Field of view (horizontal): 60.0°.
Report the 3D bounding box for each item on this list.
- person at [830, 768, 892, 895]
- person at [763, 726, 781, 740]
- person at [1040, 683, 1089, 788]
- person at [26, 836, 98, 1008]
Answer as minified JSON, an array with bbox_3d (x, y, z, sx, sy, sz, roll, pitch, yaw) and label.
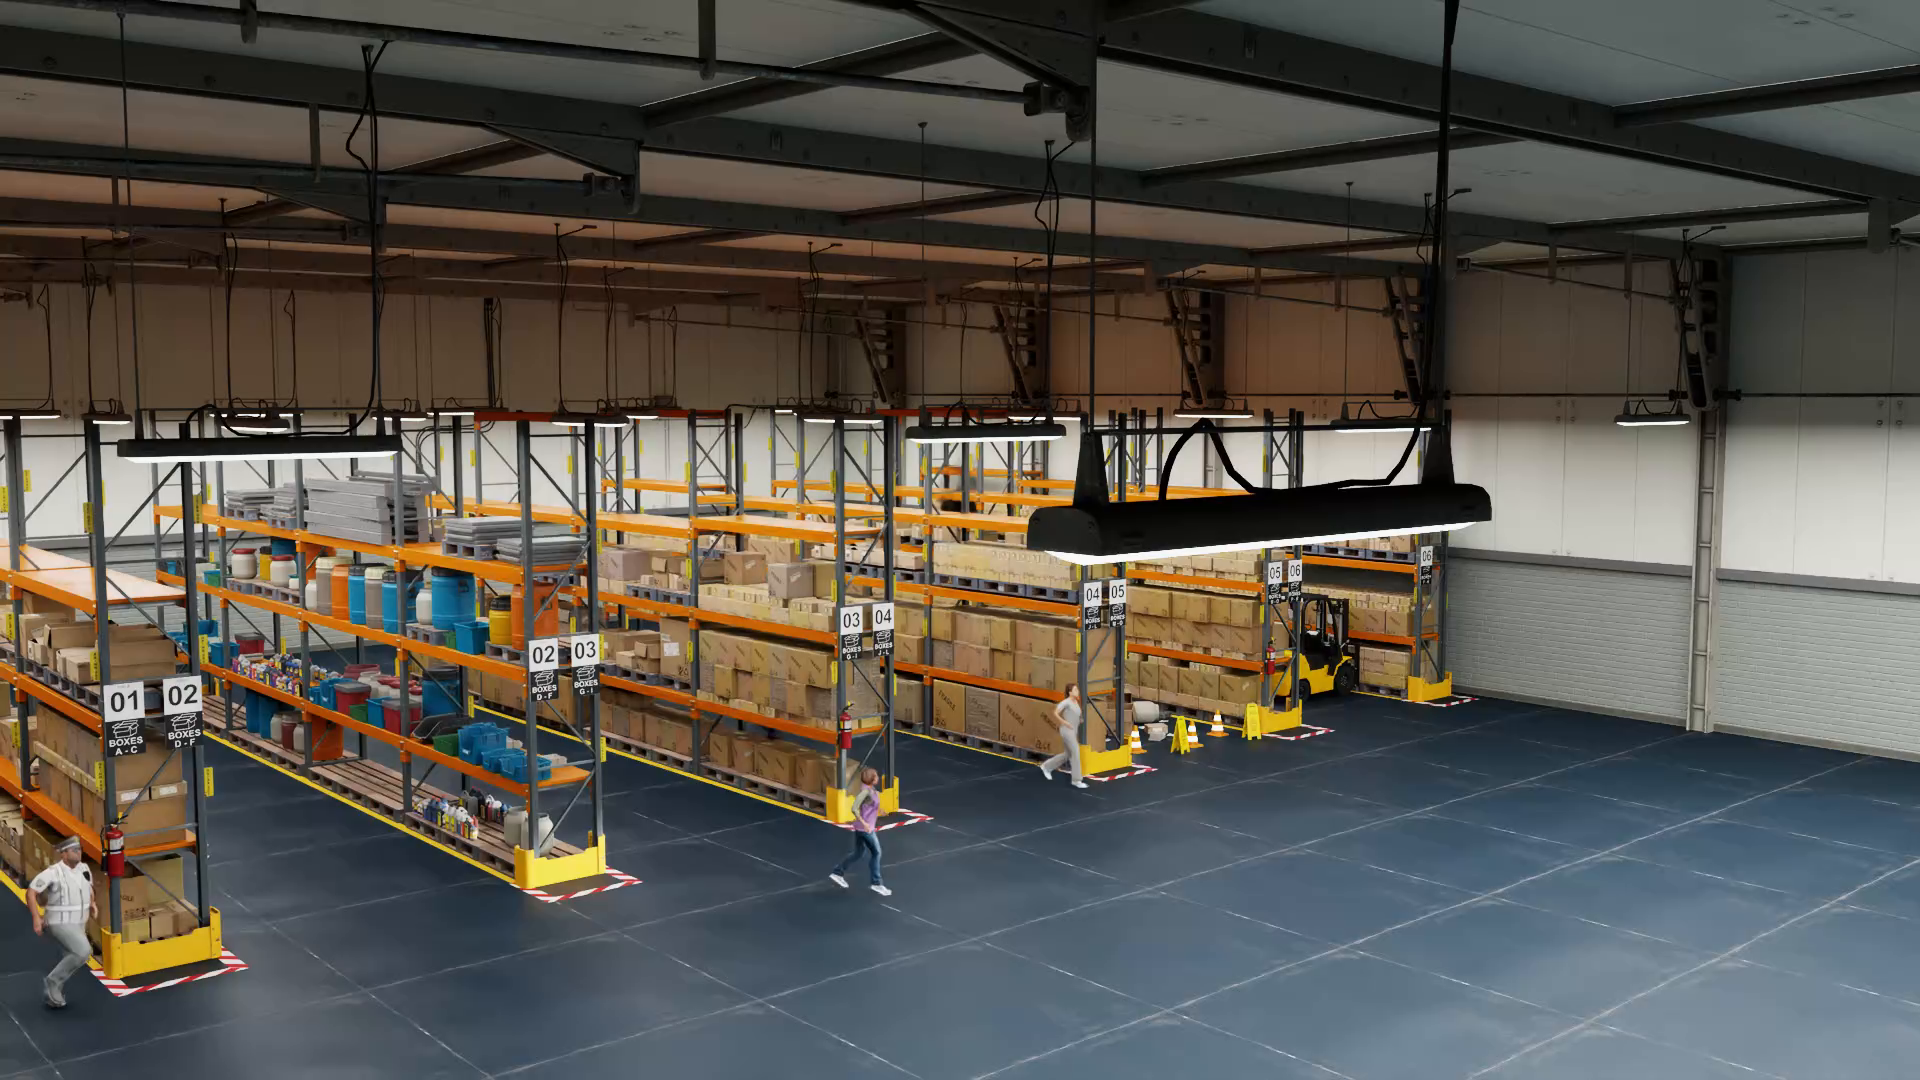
[{"bbox_3d":[-1.261,3.681,21.052,0.775,1.616,0.534,-1,5,-6],"label":"person"},{"bbox_3d":[-3.503,2.849,30.561,0.630,1.603,0.646,4,7,42],"label":"person"},{"bbox_3d":[1.752,3.152,27.054,0.868,1.668,0.596,3,6,28],"label":"person"},{"bbox_3d":[-9.229,3.948,17.297,0.609,1.711,0.680,1,5,14],"label":"person"}]
